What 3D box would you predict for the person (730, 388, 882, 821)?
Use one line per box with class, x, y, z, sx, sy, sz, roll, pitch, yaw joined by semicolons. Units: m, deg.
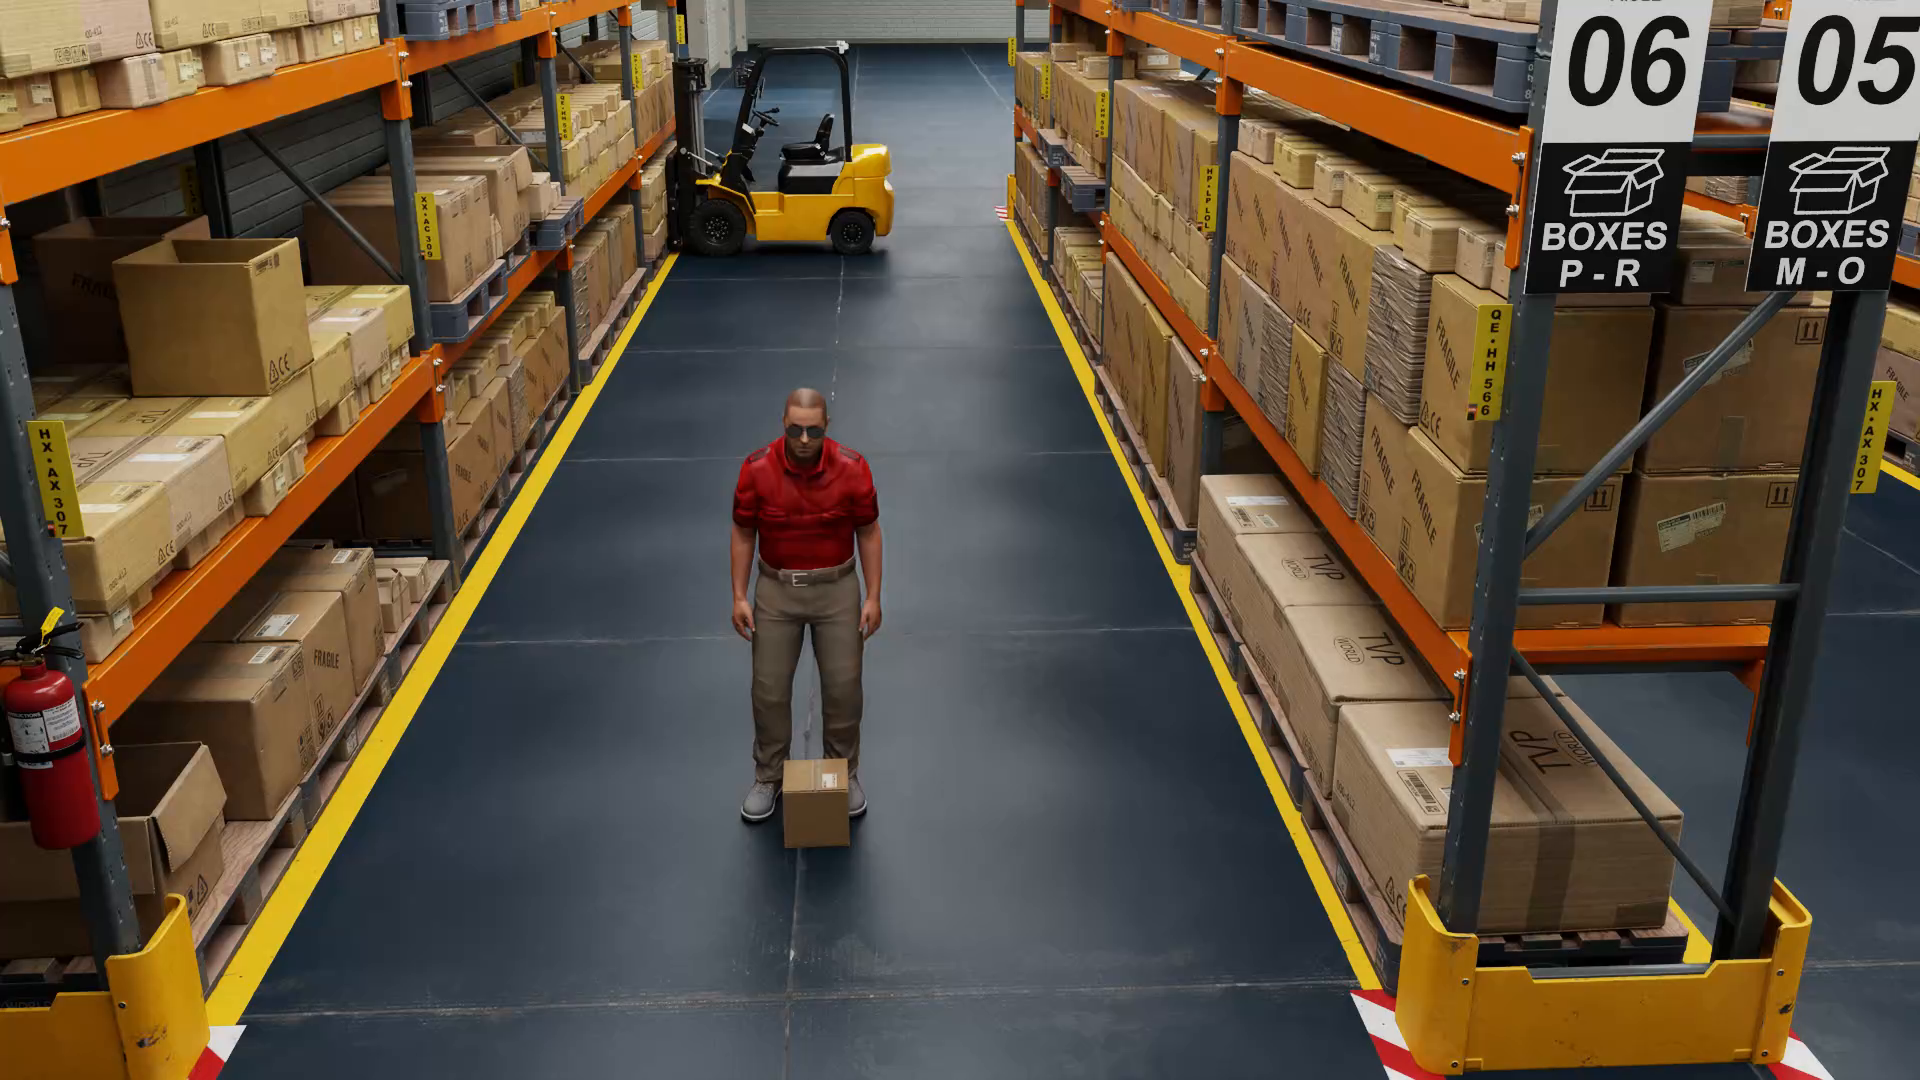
person;-0.591;0.239;6.446;0.585;1.727;0.392;-1;20;-3
